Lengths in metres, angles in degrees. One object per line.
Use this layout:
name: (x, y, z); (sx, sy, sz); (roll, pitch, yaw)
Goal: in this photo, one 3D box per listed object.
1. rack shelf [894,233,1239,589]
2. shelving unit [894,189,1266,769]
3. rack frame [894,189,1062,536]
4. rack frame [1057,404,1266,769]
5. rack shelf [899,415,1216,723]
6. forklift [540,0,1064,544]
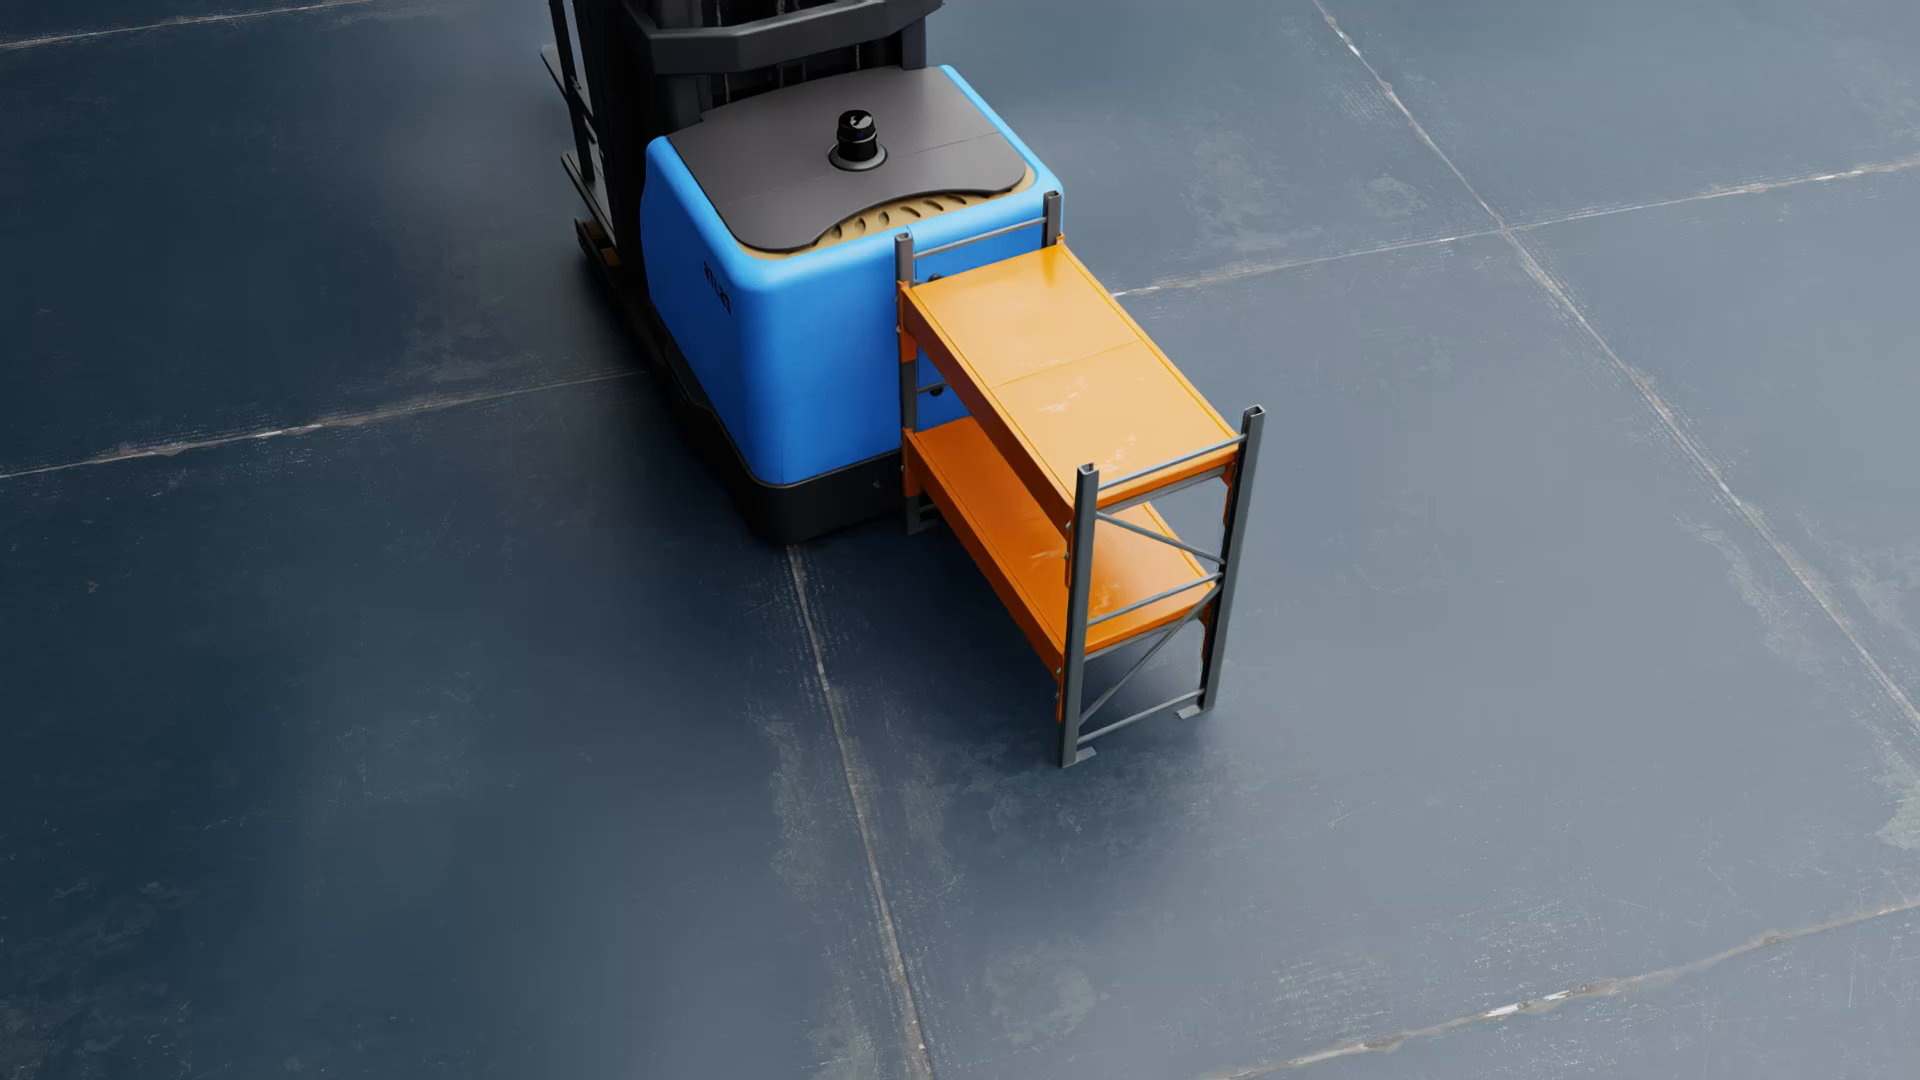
rack shelf: (0.277, -0.375, 4.420); (0.538, 0.278, 1.000); (-19, 49, -18)
shelving unit: (0.277, -0.170, 4.629); (0.538, 1.125, 1.048); (-19, 49, -18)
rack frame: (0.053, -0.496, 4.949); (0.500, 1.125, 0.032); (-19, 49, -18)
rack frame: (0.502, 0.156, 4.310); (0.500, 1.125, 0.032); (-19, 49, -18)
rack shelf: (0.277, 0.001, 4.804); (0.538, 0.278, 1.000); (-19, 49, -18)
forklift: (-0.786, -2.074, 5.230); (1.130, 2.935, 3.031); (-19, 49, -18)
